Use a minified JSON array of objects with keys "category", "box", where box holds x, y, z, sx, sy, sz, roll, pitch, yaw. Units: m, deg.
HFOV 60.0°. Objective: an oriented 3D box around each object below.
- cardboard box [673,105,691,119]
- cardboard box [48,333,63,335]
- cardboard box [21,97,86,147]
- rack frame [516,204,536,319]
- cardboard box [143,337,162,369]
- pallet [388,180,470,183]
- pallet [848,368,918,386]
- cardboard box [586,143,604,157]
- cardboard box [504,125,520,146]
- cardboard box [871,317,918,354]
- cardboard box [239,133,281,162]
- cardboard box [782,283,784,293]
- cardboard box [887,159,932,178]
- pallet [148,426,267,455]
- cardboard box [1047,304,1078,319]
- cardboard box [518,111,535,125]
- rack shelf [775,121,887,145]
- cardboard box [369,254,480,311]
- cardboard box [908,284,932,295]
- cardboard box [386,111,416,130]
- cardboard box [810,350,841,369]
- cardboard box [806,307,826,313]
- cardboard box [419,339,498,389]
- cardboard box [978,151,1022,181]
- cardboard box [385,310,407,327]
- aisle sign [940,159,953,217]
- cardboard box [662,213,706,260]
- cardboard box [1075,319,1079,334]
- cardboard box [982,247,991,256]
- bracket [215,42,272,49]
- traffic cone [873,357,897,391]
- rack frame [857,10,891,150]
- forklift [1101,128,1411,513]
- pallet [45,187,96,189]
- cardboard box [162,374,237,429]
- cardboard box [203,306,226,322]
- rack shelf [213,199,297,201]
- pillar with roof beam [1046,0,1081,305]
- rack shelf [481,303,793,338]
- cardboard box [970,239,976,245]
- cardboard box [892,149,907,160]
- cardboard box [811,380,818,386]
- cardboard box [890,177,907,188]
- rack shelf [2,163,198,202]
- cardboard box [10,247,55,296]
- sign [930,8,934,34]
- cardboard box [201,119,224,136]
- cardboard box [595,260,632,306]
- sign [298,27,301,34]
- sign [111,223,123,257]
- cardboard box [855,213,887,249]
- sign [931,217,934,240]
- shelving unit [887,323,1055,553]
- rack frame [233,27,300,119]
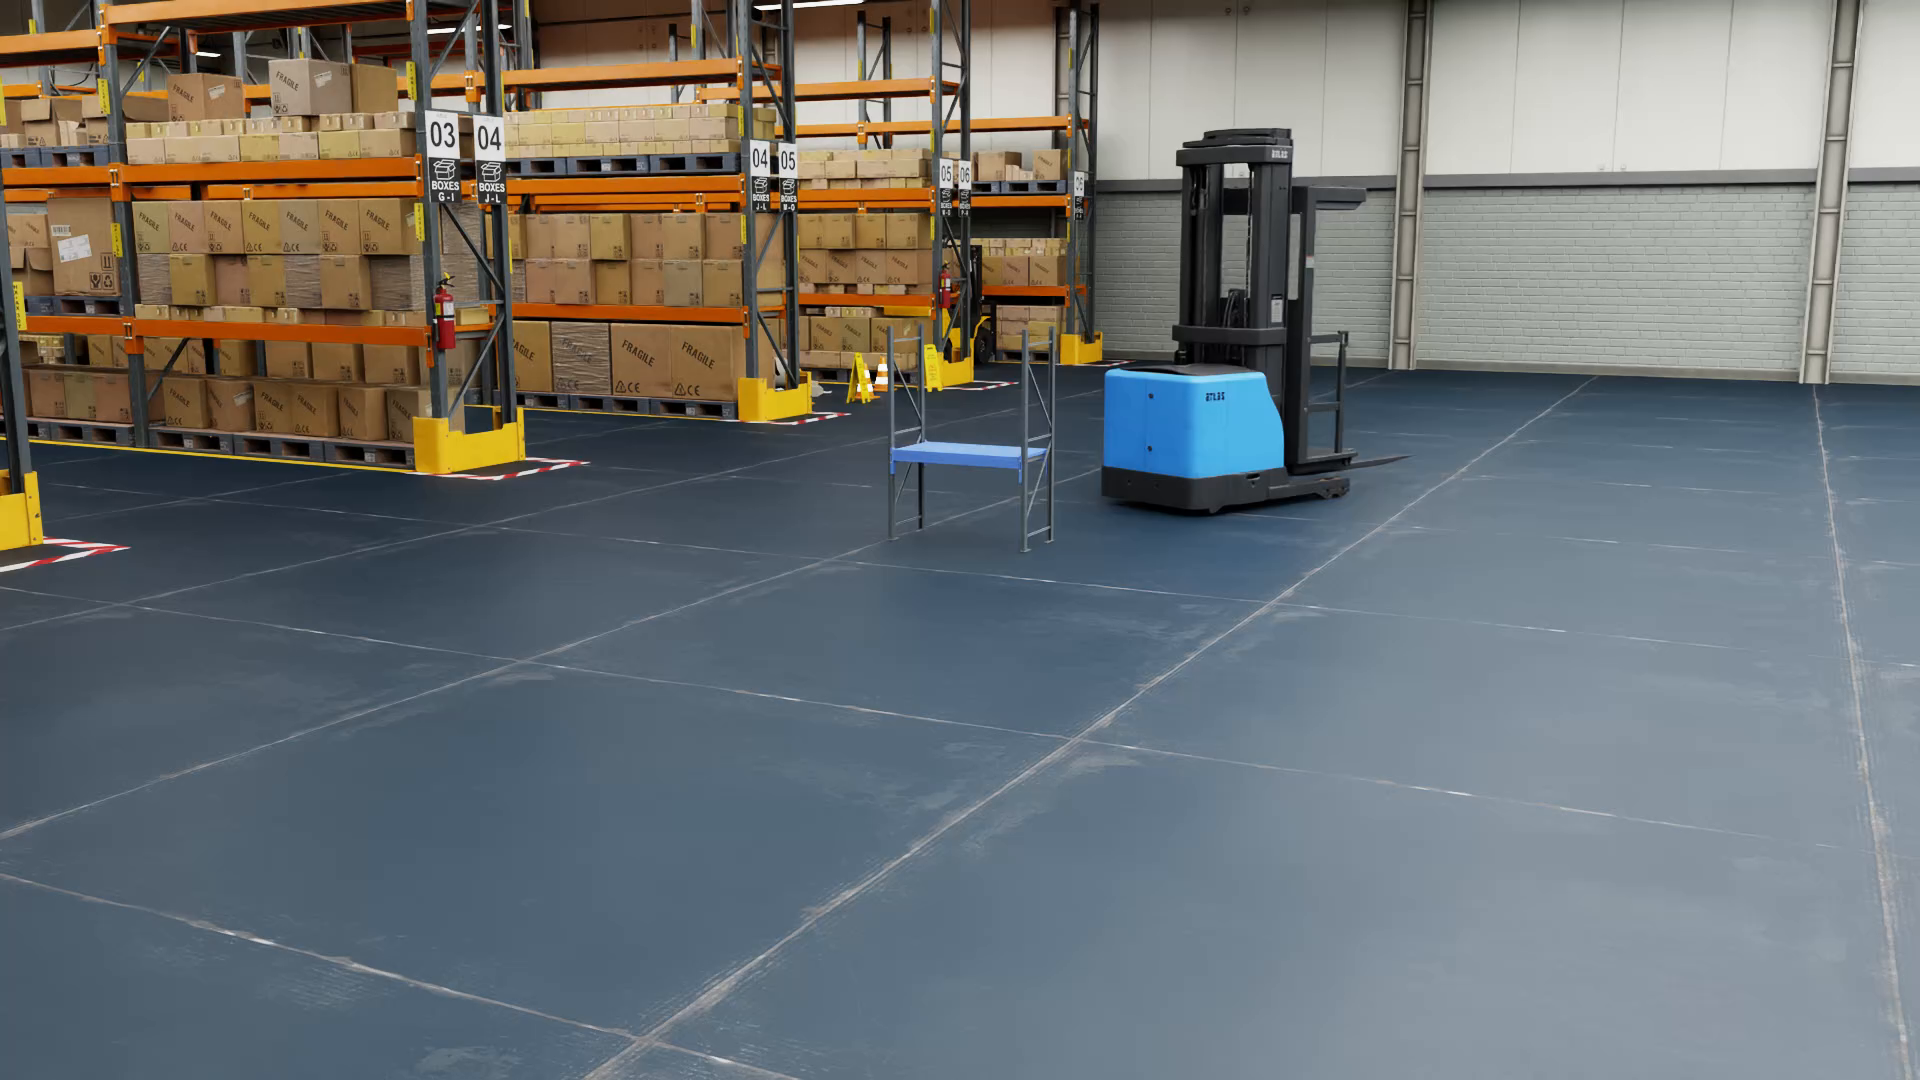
[{"category":"cardboard box","box":[-3.127,-4.966,19.332,0.250,0.149,0.380,5,12,27]},{"category":"cardboard box","box":[-13.914,-3.116,25.679,0.250,0.149,0.380,5,11,24]},{"category":"cardboard box","box":[-9.317,-4.345,17.422,0.637,0.503,0.797,6,12,28]},{"category":"rack frame","box":[-7.297,-4.382,27.521,0.127,3.000,1.000,5,11,26]},{"category":"cardboard box","box":[-11.487,-2.694,24.035,0.500,0.500,0.500,5,12,27]},{"category":"pallet","box":[-6.653,-4.715,21.473,1.217,0.209,0.805,5,11,24]},{"category":"pallet","box":[-0.903,-2.455,24.704,1.213,0.211,1.003,5,11,26]},{"category":"cardboard box","box":[-4.269,-4.674,19.955,0.250,0.149,0.380,5,11,27]},{"category":"cardboard box","box":[-5.495,-4.990,20.581,0.500,0.250,0.500,5,11,26]},{"category":"cardboard box","box":[-0.956,-2.996,24.297,0.500,0.500,0.500,5,11,26]},{"category":"cardboard box","box":[-6.410,-3.688,15.684,0.500,0.250,0.500,5,11,25]},{"category":"cardboard box","box":[-2.608,-3.799,25.002,0.250,0.149,0.380,5,11,26]},{"category":"cardboard box","box":[-0.701,-5.298,23.742,0.500,0.250,0.500,5,11,25]},{"category":"pallet","box":[-7.476,-1.065,17.021,1.213,0.211,1.003,5,11,26]},{"category":"cardboard box","box":[1.723,-3.959,28.914,0.500,0.250,0.500,5,11,25]},{"category":"cardboard box","box":[-5.177,-5.146,20.326,0.250,0.149,0.380,5,11,25]},{"category":"rack shelf","box":[-3.310,-7.419,30.597,4.000,0.370,1.077,5,11,26]},{"category":"cardboard box","box":[-4.988,-2.412,15.521,0.500,0.500,0.875,5,11,26]},{"category":"cardboard box","box":[-0.552,-3.624,24.034,0.250,0.149,0.380,5,12,28]},{"category":"cardboard box","box":[-4.894,-3.740,14.849,0.250,0.149,0.380,5,11,26]},{"category":"cardboard box","box":[-1.899,-2.709,24.815,0.500,0.250,0.500,5,11,24]},{"category":"cardboard box","box":[-2.682,-4.000,30.897,0.625,0.625,0.875,5,11,25]},{"category":"cardboard box","box":[-6.406,-2.403,21.721,0.750,0.750,1.050,5,11,26]},{"category":"cardboard box","box":[0.692,-6.419,28.609,0.500,0.500,0.700,5,11,26]},{"category":"cardboard box","box":[-5.078,-2.055,15.366,0.250,0.149,0.380,5,11,26]},{"category":"aisle sign","box":[-0.195,-4.980,23.523,0.004,0.787,0.394,5,11,26]},{"category":"cardboard box","box":[-3.072,-3.622,19.870,0.550,0.550,0.875,5,11,26]},{"category":"cardboard box","box":[1.741,-3.715,28.970,0.500,0.250,0.500,5,12,27]},{"category":"cardboard box","box":[0.474,-4.993,28.793,0.250,0.149,0.380,5,11,26]},{"category":"bracket","box":[-17.332,-11.082,37.584,5.218,0.066,0.076,5,11,26]},{"category":"traffic cone","box":[-1.079,-2.331,23.312,0.334,0.463,0.336,5,11,26]},{"category":"rack frame","box":[-1.517,-7.812,29.627,0.127,3.000,1.000,5,11,26]},{"category":"forklift","box":[2.585,-1.837,13.651,3.031,2.935,1.130,-8,13,-39]},{"category":"pallet","box":[-12.477,-5.217,24.237,1.003,0.211,1.213,5,11,26]},{"category":"cardboard box","box":[-7.753,-1.423,17.010,0.500,0.500,0.500,5,11,24]},{"category":"cardboard box","box":[-7.145,-2.214,16.247,0.250,0.149,0.380,5,11,26]},{"category":"rack shelf","box":[-12.677,-5.977,29.930,4.000,0.370,1.077,5,11,26]},{"category":"pillar with roof beam","box":[-0.060,-7.008,25.185,0.548,9.000,9.100,5,11,26]},{"category":"rack shelf","box":[-4.016,-2.757,20.560,4.000,0.370,1.077,5,11,26]},{"category":"cardboard box","box":[0.278,-5.174,28.959,0.250,0.149,0.380,5,11,27]},{"category":"cardboard box","box":[-0.771,-5.503,23.755,0.250,0.149,0.380,5,12,27]},{"category":"cardboard box","box":[-2.191,-2.130,23.079,0.380,0.149,0.250,-7,12,-33]},{"category":"cardboard box","box":[-0.804,-5.102,23.781,0.250,0.149,0.380,5,11,26]},{"category":"rack shelf","box":[-9.888,-3.764,17.702,4.000,0.370,1.077,5,11,26]},{"category":"cardboard box","box":[-9.690,-2.864,17.661,0.637,0.503,0.797,6,12,32]},{"category":"sign","box":[-0.386,-7.154,22.925,0.005,0.325,0.100,5,11,26]},{"category":"cardboard box","box":[-6.997,-3.926,15.877,0.250,0.149,0.380,5,11,25]},{"category":"cardboard box","box":[-4.018,-3.188,20.503,0.500,0.550,0.875,5,11,26]},{"category":"sign","box":[-9.154,-7.162,22.968,0.005,0.325,0.100,5,11,26]},{"category":"sign","box":[-8.337,-2.965,16.440,0.005,0.325,0.100,5,11,26]},{"category":"cardboard box","box":[-1.128,-4.486,24.170,0.500,0.500,0.700,5,11,26]},{"category":"sign","box":[-0.386,-4.390,23.425,0.005,0.325,0.100,5,11,26]},{"category":"shelving unit","box":[0.077,-0.731,11.560,1.048,1.500,0.538,5,11,26]},{"category":"rack frame","box":[-9.396,-6.536,22.574,0.127,3.000,1.000,5,11,26]}]
